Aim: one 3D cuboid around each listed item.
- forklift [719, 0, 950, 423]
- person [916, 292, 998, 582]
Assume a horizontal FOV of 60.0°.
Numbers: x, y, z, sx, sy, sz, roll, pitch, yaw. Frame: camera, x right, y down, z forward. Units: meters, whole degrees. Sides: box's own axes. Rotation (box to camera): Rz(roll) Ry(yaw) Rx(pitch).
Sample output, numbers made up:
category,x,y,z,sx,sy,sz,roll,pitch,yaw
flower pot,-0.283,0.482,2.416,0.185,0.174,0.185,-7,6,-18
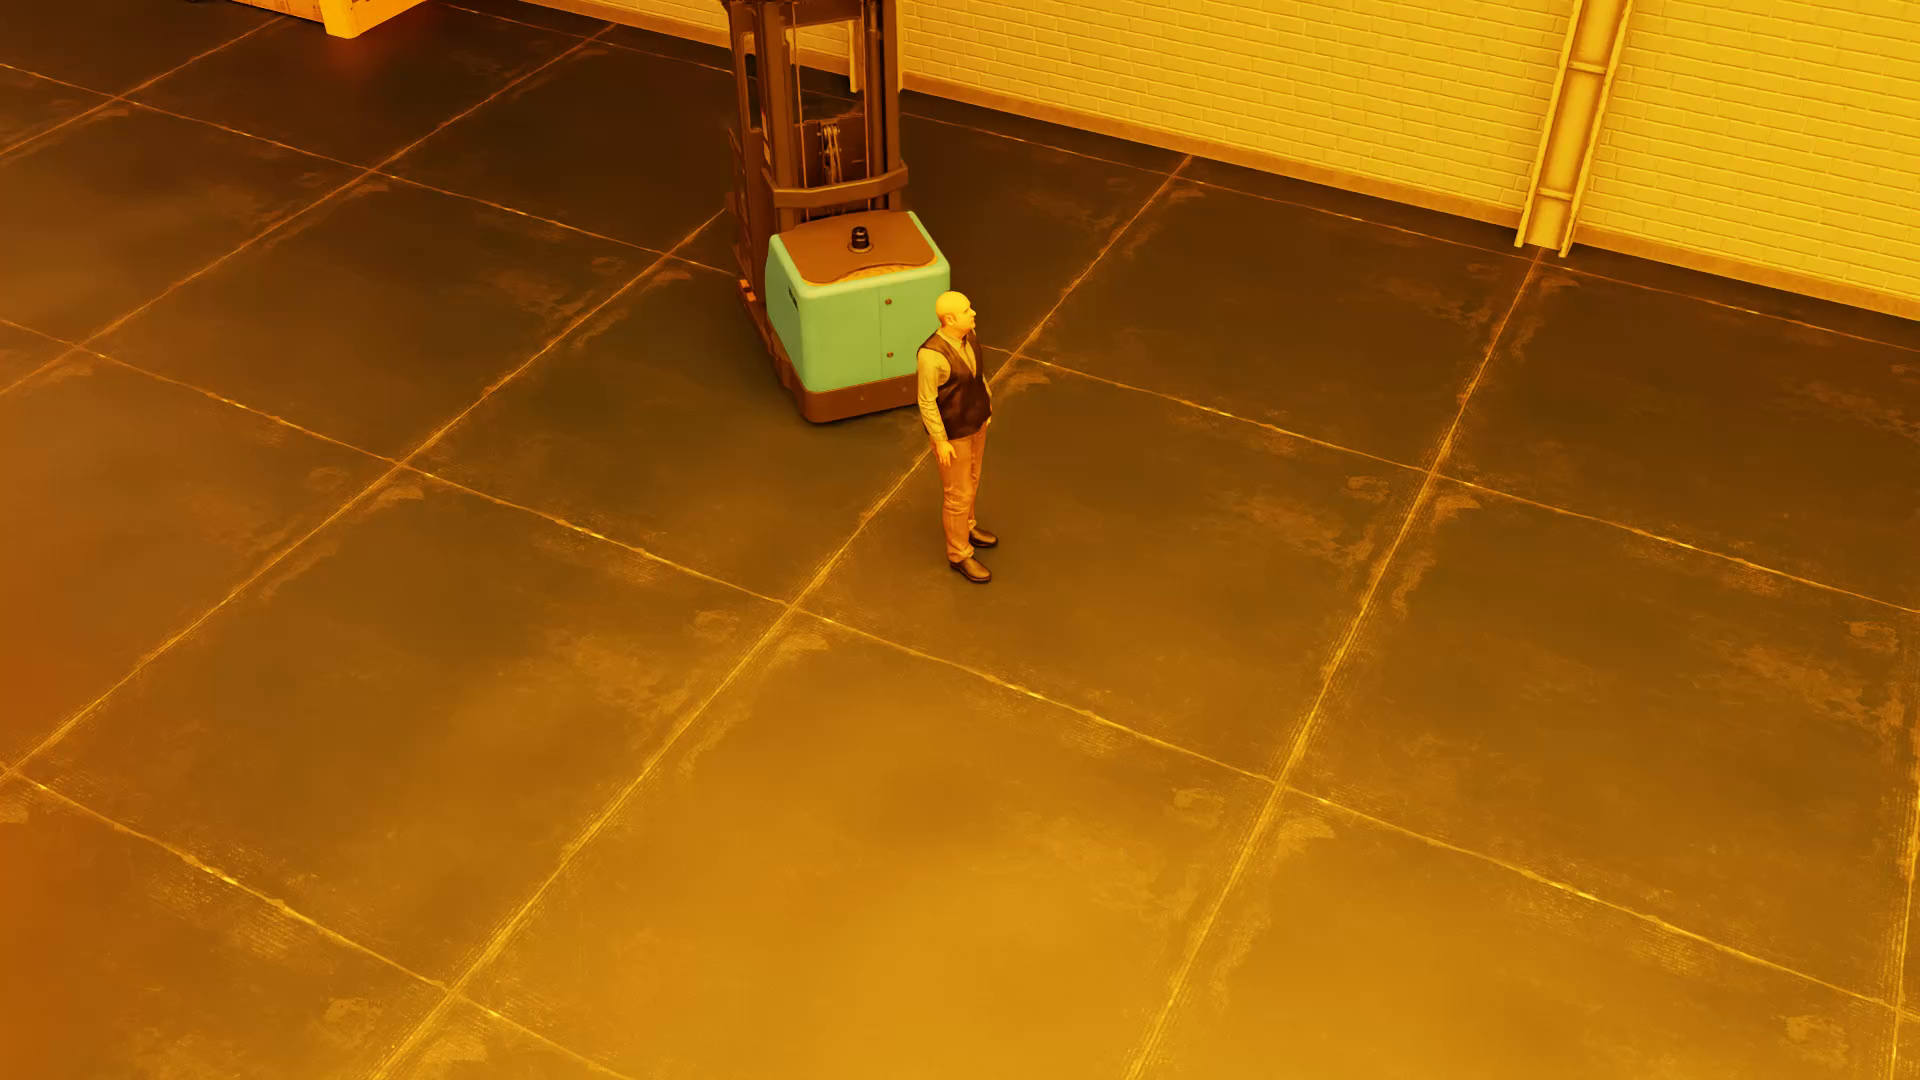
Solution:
category,x,y,z,sx,sy,sz,roll,pitch,yaw
forklift,-1.026,-2.858,11.380,1.130,2.935,3.031,-13,42,-15
person,0.053,-0.641,9.676,0.566,1.722,0.633,18,43,21
